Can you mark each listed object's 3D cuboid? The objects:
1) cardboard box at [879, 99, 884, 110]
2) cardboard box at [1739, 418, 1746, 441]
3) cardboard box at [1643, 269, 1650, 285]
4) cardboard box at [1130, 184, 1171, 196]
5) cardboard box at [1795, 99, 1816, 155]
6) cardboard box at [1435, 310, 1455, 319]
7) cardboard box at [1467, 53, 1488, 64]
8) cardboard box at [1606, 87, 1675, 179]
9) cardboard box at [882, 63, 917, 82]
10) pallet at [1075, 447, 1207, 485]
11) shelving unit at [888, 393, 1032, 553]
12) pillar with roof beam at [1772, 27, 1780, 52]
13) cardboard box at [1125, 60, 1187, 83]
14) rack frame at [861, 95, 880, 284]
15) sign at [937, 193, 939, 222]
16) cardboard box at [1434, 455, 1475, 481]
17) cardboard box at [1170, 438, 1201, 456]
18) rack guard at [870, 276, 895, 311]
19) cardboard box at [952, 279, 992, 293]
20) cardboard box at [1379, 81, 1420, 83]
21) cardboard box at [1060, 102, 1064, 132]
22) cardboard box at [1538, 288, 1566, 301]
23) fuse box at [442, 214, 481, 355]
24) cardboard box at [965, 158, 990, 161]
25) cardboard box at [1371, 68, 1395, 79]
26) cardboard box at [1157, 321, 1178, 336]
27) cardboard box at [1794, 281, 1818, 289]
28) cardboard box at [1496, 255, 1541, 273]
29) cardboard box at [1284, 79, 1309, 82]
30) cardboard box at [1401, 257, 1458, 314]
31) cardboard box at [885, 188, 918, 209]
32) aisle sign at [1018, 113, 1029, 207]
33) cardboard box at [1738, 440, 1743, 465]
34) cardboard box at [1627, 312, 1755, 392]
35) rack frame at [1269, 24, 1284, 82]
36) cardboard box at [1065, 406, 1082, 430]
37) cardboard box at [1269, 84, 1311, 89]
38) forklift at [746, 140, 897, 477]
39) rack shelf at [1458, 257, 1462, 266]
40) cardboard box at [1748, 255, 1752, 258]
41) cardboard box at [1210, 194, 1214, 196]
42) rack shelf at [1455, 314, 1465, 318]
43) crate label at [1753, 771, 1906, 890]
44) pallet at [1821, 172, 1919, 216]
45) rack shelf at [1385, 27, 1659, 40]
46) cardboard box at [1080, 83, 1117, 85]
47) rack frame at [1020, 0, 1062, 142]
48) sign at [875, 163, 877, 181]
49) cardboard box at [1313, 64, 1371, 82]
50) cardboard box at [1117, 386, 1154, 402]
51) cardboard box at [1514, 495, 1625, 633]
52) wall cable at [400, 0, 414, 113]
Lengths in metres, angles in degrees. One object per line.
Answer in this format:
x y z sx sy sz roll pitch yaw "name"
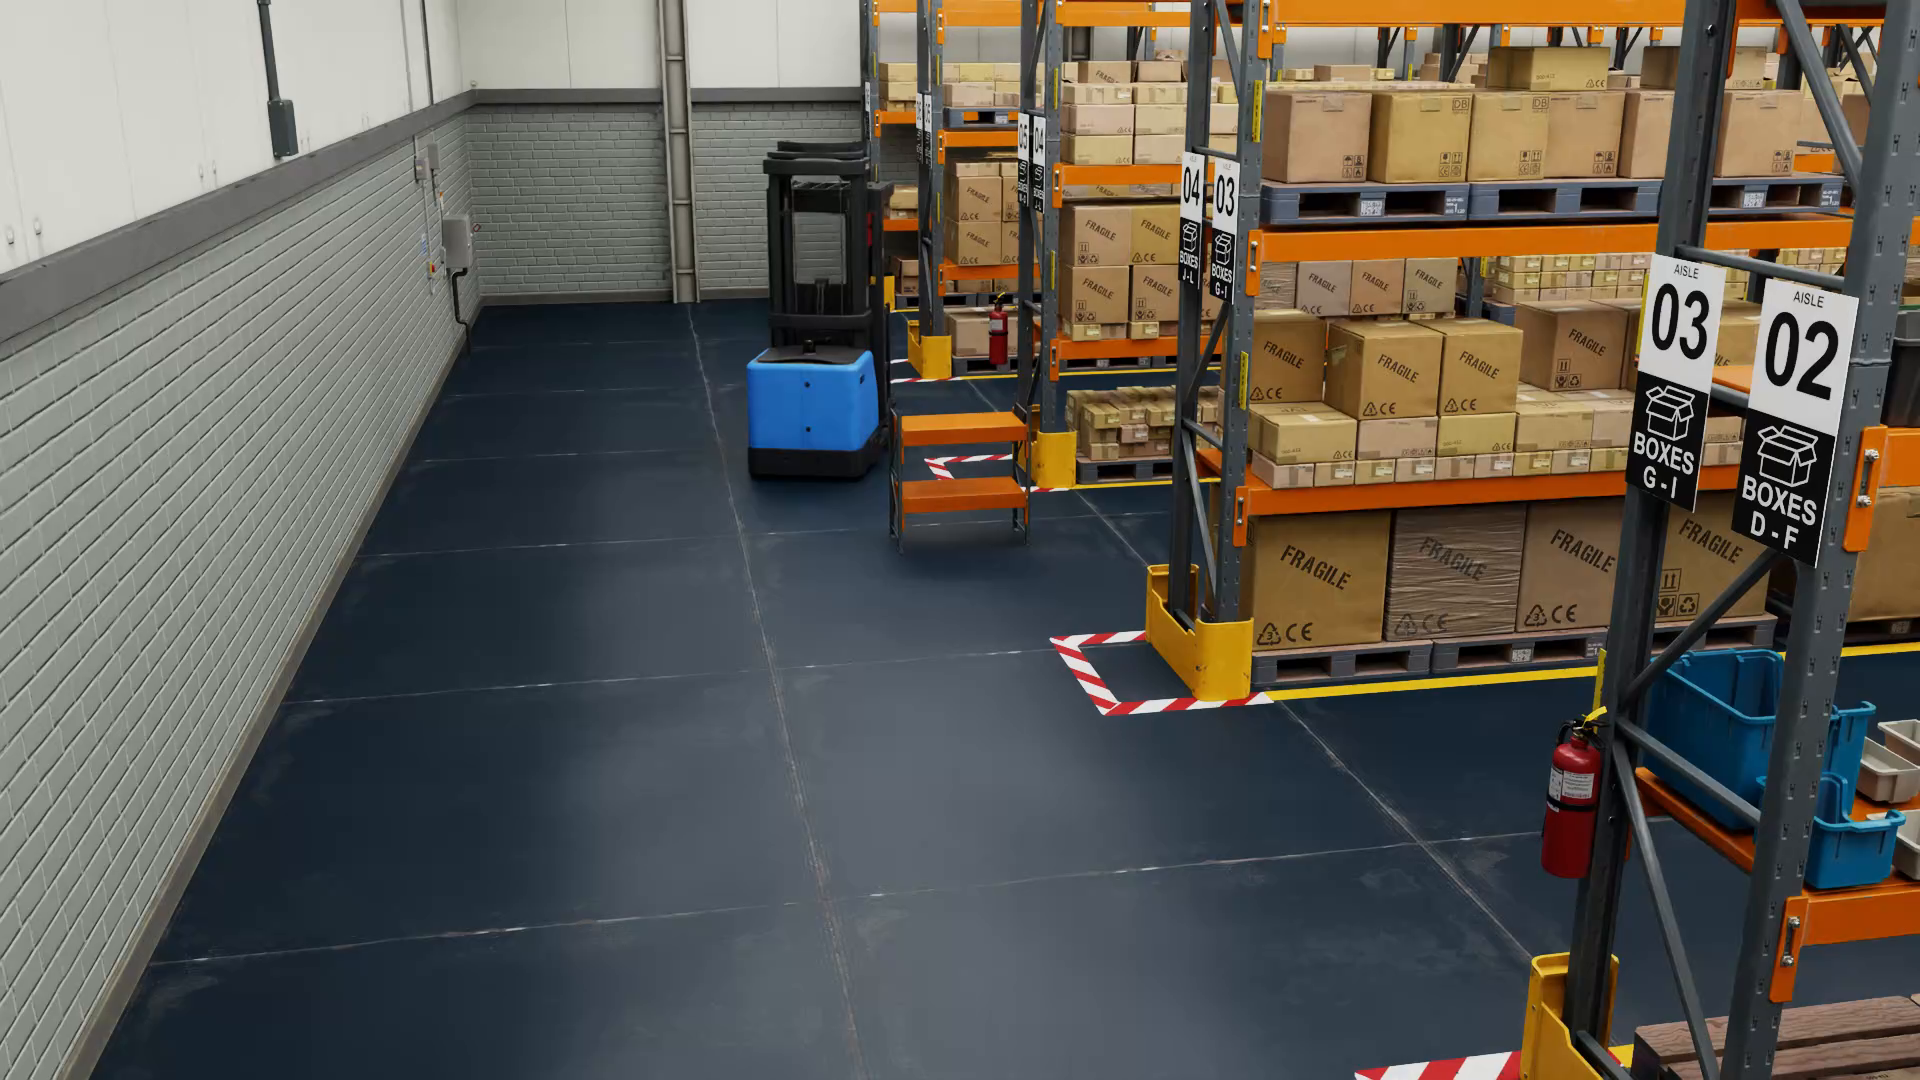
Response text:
-1.022 -6.312 24.073 0.250 0.149 0.380 -3 17 -9 "cardboard box"
5.076 -0.819 10.619 0.500 0.250 0.500 -4 17 -11 "cardboard box"
6.380 -2.471 15.455 0.250 0.149 0.380 -4 17 -11 "cardboard box"
2.172 -4.069 19.577 0.500 0.500 0.500 -3 17 -10 "cardboard box"
7.545 -3.852 15.466 0.500 0.500 0.500 -3 17 -10 "cardboard box"
4.382 -2.081 15.406 0.250 0.149 0.380 -3 17 -11 "cardboard box"
7.796 -7.117 25.208 0.500 0.500 0.700 -4 17 -11 "cardboard box"
4.174 -2.490 10.144 0.500 0.500 0.700 -2 17 -8 "cardboard box"
-0.809 -6.609 23.510 0.500 0.250 0.500 -3 17 -11 "cardboard box"
1.570 -0.768 15.453 1.213 0.211 1.003 -3 17 -10 "pallet"
-0.007 -0.537 13.145 1.048 1.125 0.538 -3 17 -10 "shelving unit"
14.379 -7.653 22.901 0.400 9.000 9.100 -3 17 -10 "pillar with roof beam"
2.262 -5.353 19.462 0.637 0.503 0.797 -2 17 -6 "cardboard box"
-1.292 -4.914 24.201 0.127 3.000 1.000 -3 17 -10 "rack frame"
-0.248 -3.774 18.882 0.005 0.325 0.100 -3 17 -10 "sign"
2.952 -0.489 10.221 0.250 0.149 0.380 -4 17 -12 "cardboard box"
2.022 -0.873 15.186 0.250 0.149 0.380 -3 17 -10 "cardboard box"
-1.218 -3.723 24.582 0.348 0.500 1.175 -3 17 -10 "rack guard"
0.173 -3.963 24.647 0.500 0.500 0.700 -3 17 -8 "cardboard box"
4.013 -4.124 15.247 0.250 0.149 0.380 -4 18 -13 "cardboard box"
1.095 -3.762 14.746 0.500 0.250 0.500 -4 17 -12 "cardboard box"
5.364 -2.272 15.311 0.250 0.149 0.380 -3 17 -10 "cardboard box"
-6.134 -3.160 20.686 0.414 1.711 0.539 -3 17 -10 "fuse box"
0.212 -4.418 19.608 0.250 0.149 0.380 -3 17 -9 "cardboard box"
6.281 -6.950 24.791 0.250 0.149 0.380 -3 17 -9 "cardboard box"
1.816 -1.945 14.963 0.250 0.149 0.380 -2 17 -8 "cardboard box"
7.905 -2.415 15.777 0.250 0.149 0.380 -3 17 -11 "cardboard box"
5.092 -2.539 15.168 0.250 0.149 0.380 -2 17 -8 "cardboard box"
4.991 -6.759 24.676 0.250 0.149 0.380 -3 17 -9 "cardboard box"
4.197 -2.366 15.229 0.500 0.500 0.500 -3 17 -10 "cardboard box"
-0.796 -4.932 24.009 0.500 0.250 0.500 -3 17 -10 "cardboard box"
0.562 -3.387 14.802 0.004 0.787 0.394 -3 17 -10 "aisle sign"
4.970 -0.603 10.594 0.250 0.149 0.380 -3 17 -9 "cardboard box"
4.567 -1.149 10.414 0.500 0.500 0.500 -3 17 -10 "cardboard box"
3.580 -6.574 19.387 0.127 3.000 1.000 -3 17 -10 "rack frame"
1.155 -1.153 15.592 0.250 0.149 0.380 -4 17 -12 "cardboard box"
2.853 -3.881 14.453 0.250 0.149 0.380 -4 17 -11 "cardboard box"
-1.228 -2.352 15.977 1.130 2.935 3.031 2 17 7 "forklift"
5.544 -3.473 20.737 4.000 0.370 1.077 -3 17 -10 "rack shelf"
7.386 -2.669 15.592 0.250 0.149 0.380 -3 17 -9 "cardboard box"
2.618 -2.917 15.320 0.500 0.500 0.500 -4 17 -12 "cardboard box"
6.582 -2.052 16.109 4.000 0.370 1.077 -3 17 -10 "rack shelf"
2.777 0.934 5.345 0.303 0.233 0.416 -3 17 -10 "crate label"
6.351 -2.257 10.767 1.217 0.209 0.805 -4 18 -13 "pallet"
8.526 -7.803 25.298 4.000 0.370 1.077 -3 17 -10 "rack shelf"
1.218 -3.948 14.674 0.250 0.149 0.380 -3 17 -10 "cardboard box"
0.691 -4.929 14.034 0.127 3.000 1.000 -3 17 -10 "rack frame"
-1.189 -5.171 23.565 0.005 0.325 0.100 -3 17 -10 "sign"
4.501 -5.354 19.639 0.500 0.500 0.500 -4 17 -11 "cardboard box"
1.651 -1.335 15.677 0.250 0.149 0.380 -4 17 -12 "cardboard box"
3.913 0.030 11.010 0.875 0.875 0.875 -3 17 -10 "cardboard box"
-5.879 -5.953 17.366 0.029 3.000 0.463 -3 17 -10 "wall cable"
